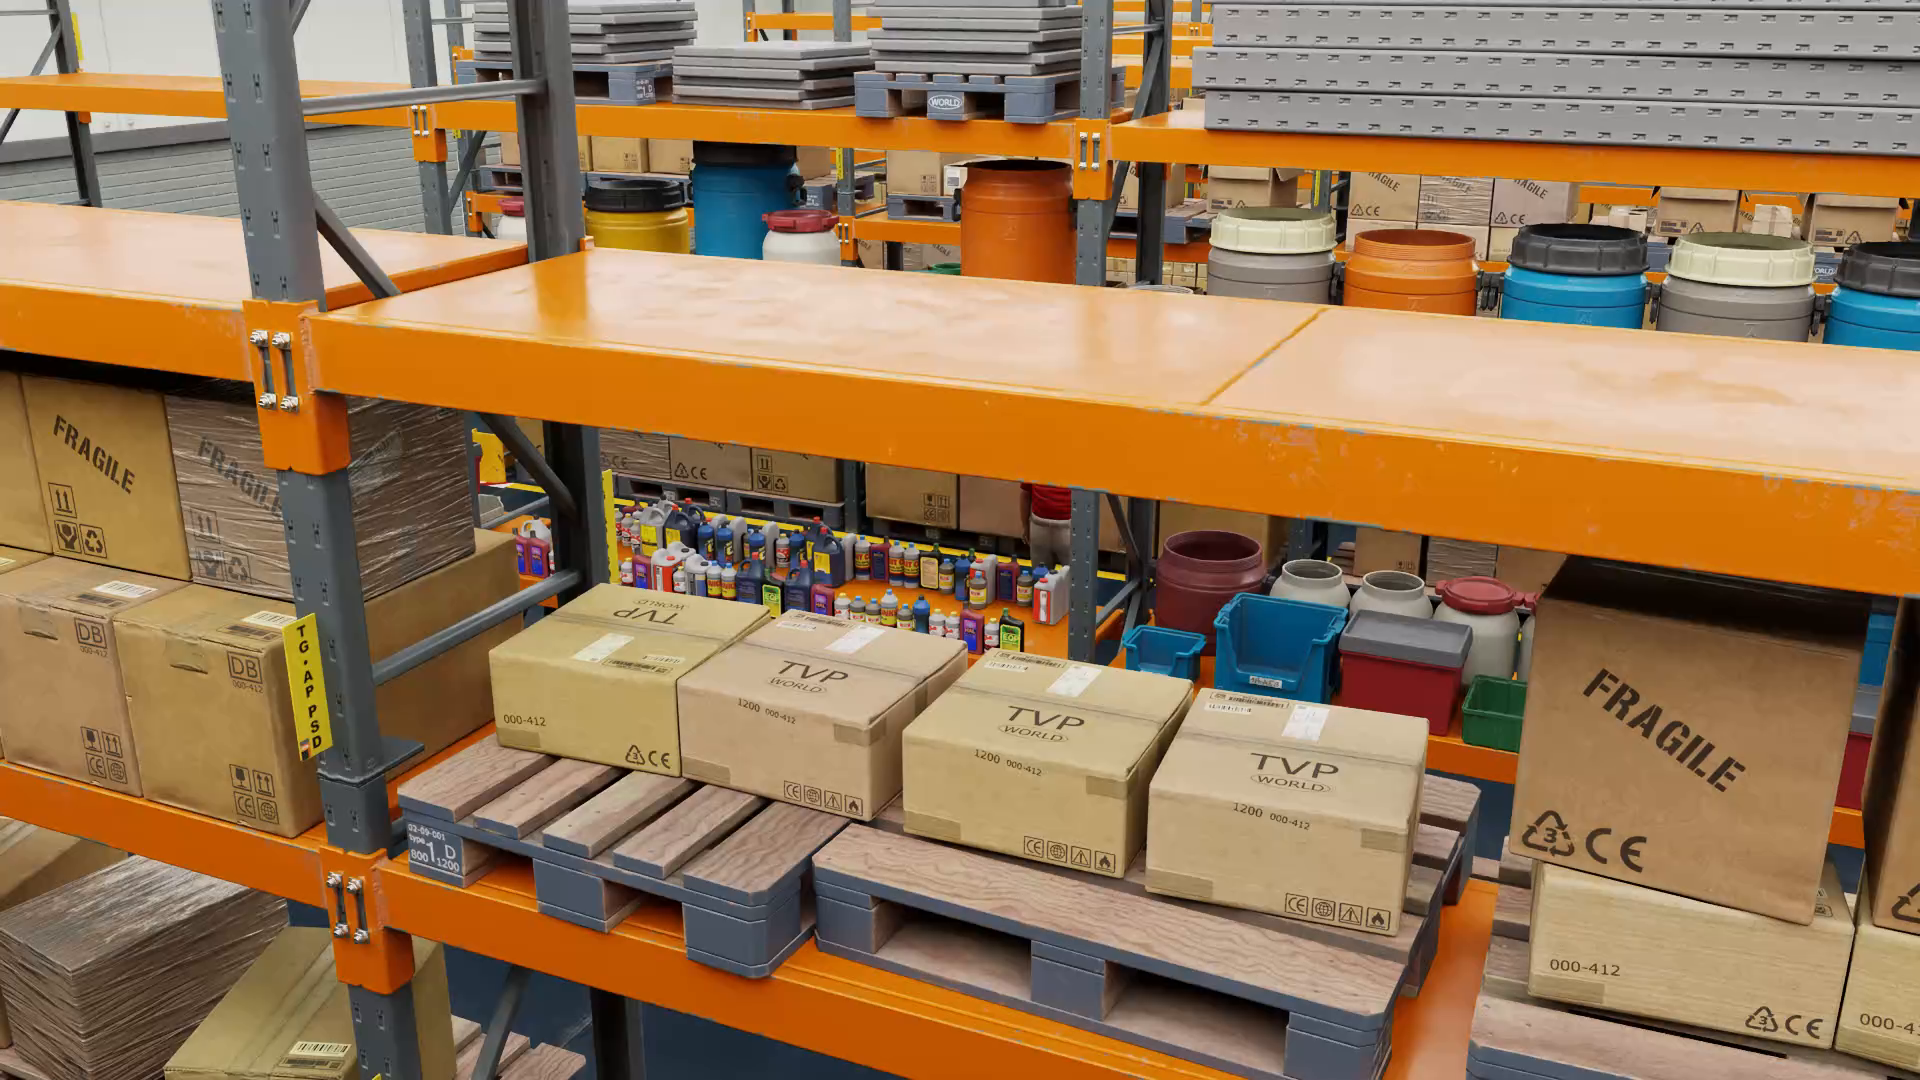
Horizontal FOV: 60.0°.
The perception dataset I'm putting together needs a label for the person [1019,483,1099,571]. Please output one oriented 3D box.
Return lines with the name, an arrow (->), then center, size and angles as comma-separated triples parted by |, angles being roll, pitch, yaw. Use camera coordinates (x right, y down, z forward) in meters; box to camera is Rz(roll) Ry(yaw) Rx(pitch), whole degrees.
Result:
person -> 0.727, -0.051, 12.235 | 0.595, 1.727, 0.386 | 8, 20, 22
